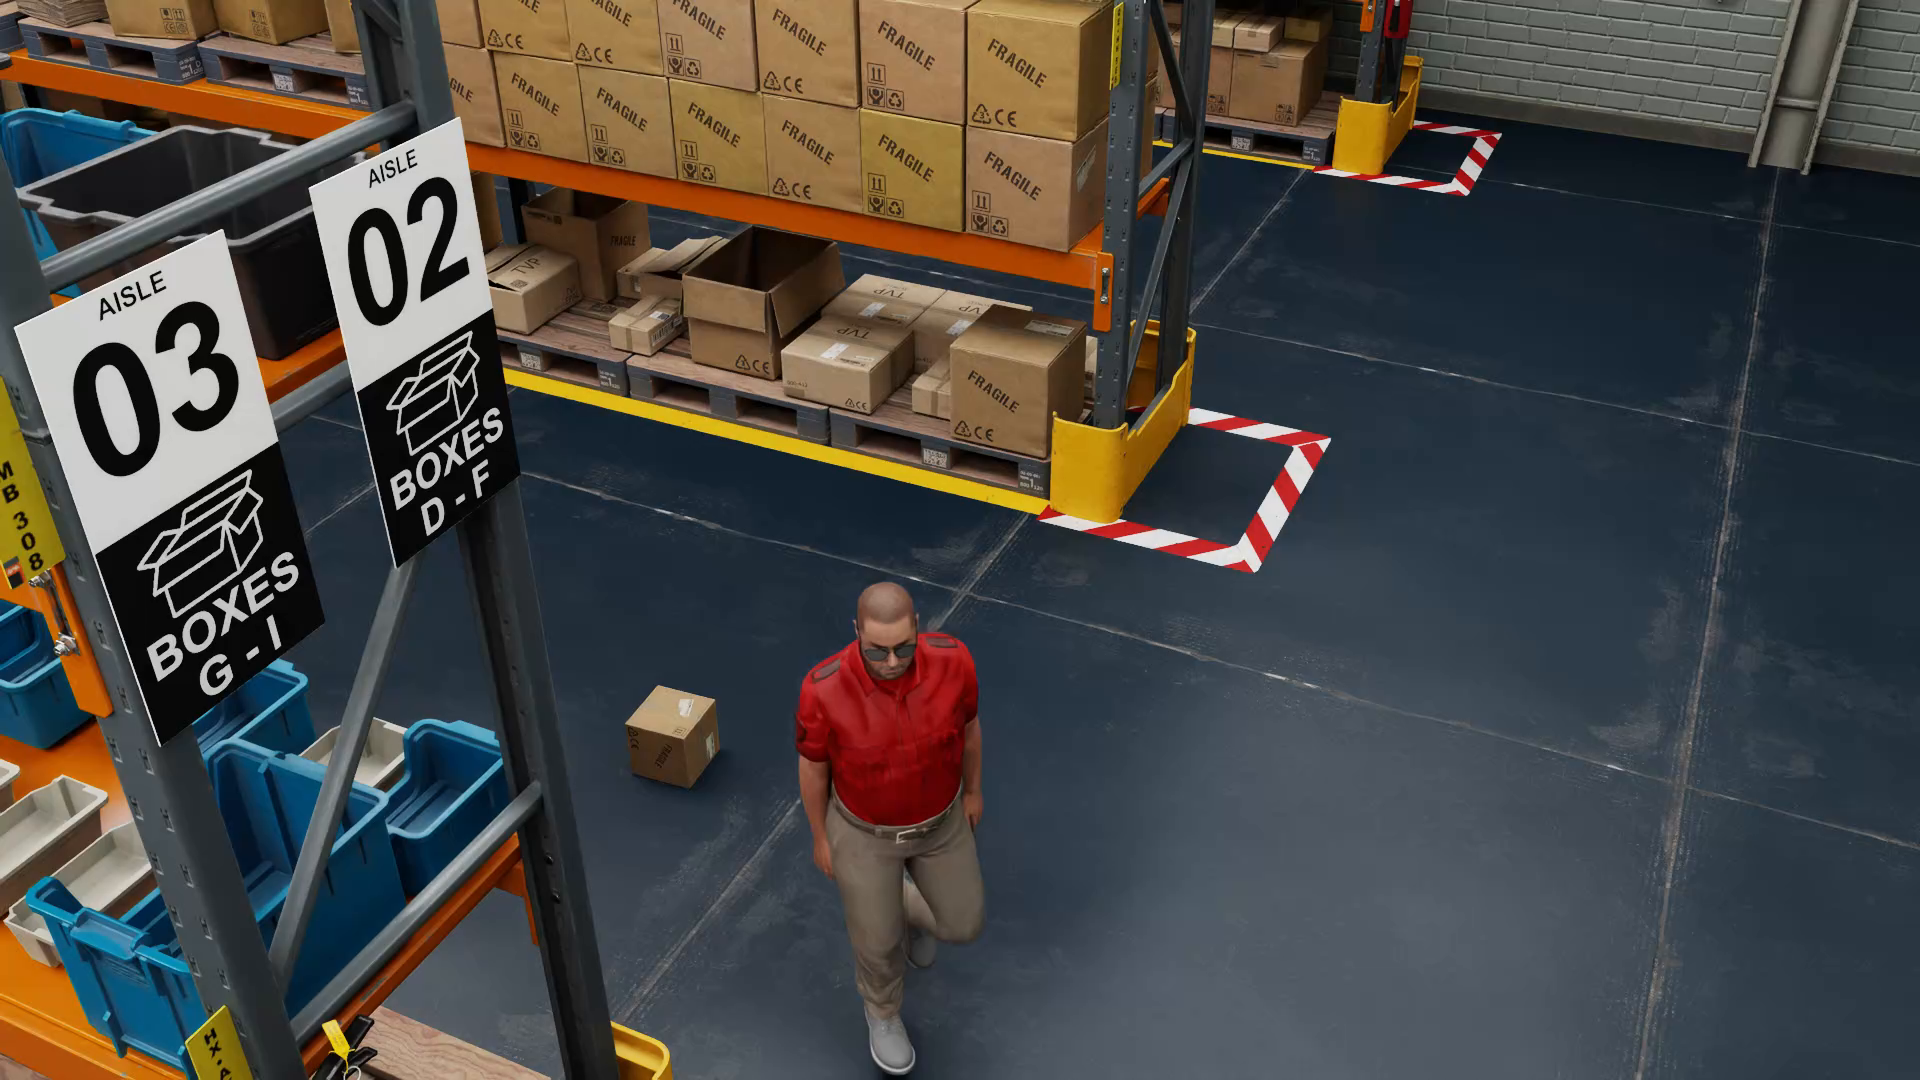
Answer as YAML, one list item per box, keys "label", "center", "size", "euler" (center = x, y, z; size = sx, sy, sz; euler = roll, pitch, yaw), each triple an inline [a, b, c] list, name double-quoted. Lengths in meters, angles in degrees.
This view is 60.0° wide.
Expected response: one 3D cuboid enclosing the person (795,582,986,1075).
- label: "person"
  center: [-0.195, 0.800, 4.897]
  size: [0.551, 1.713, 0.536]
  euler: [-11, 35, -17]
